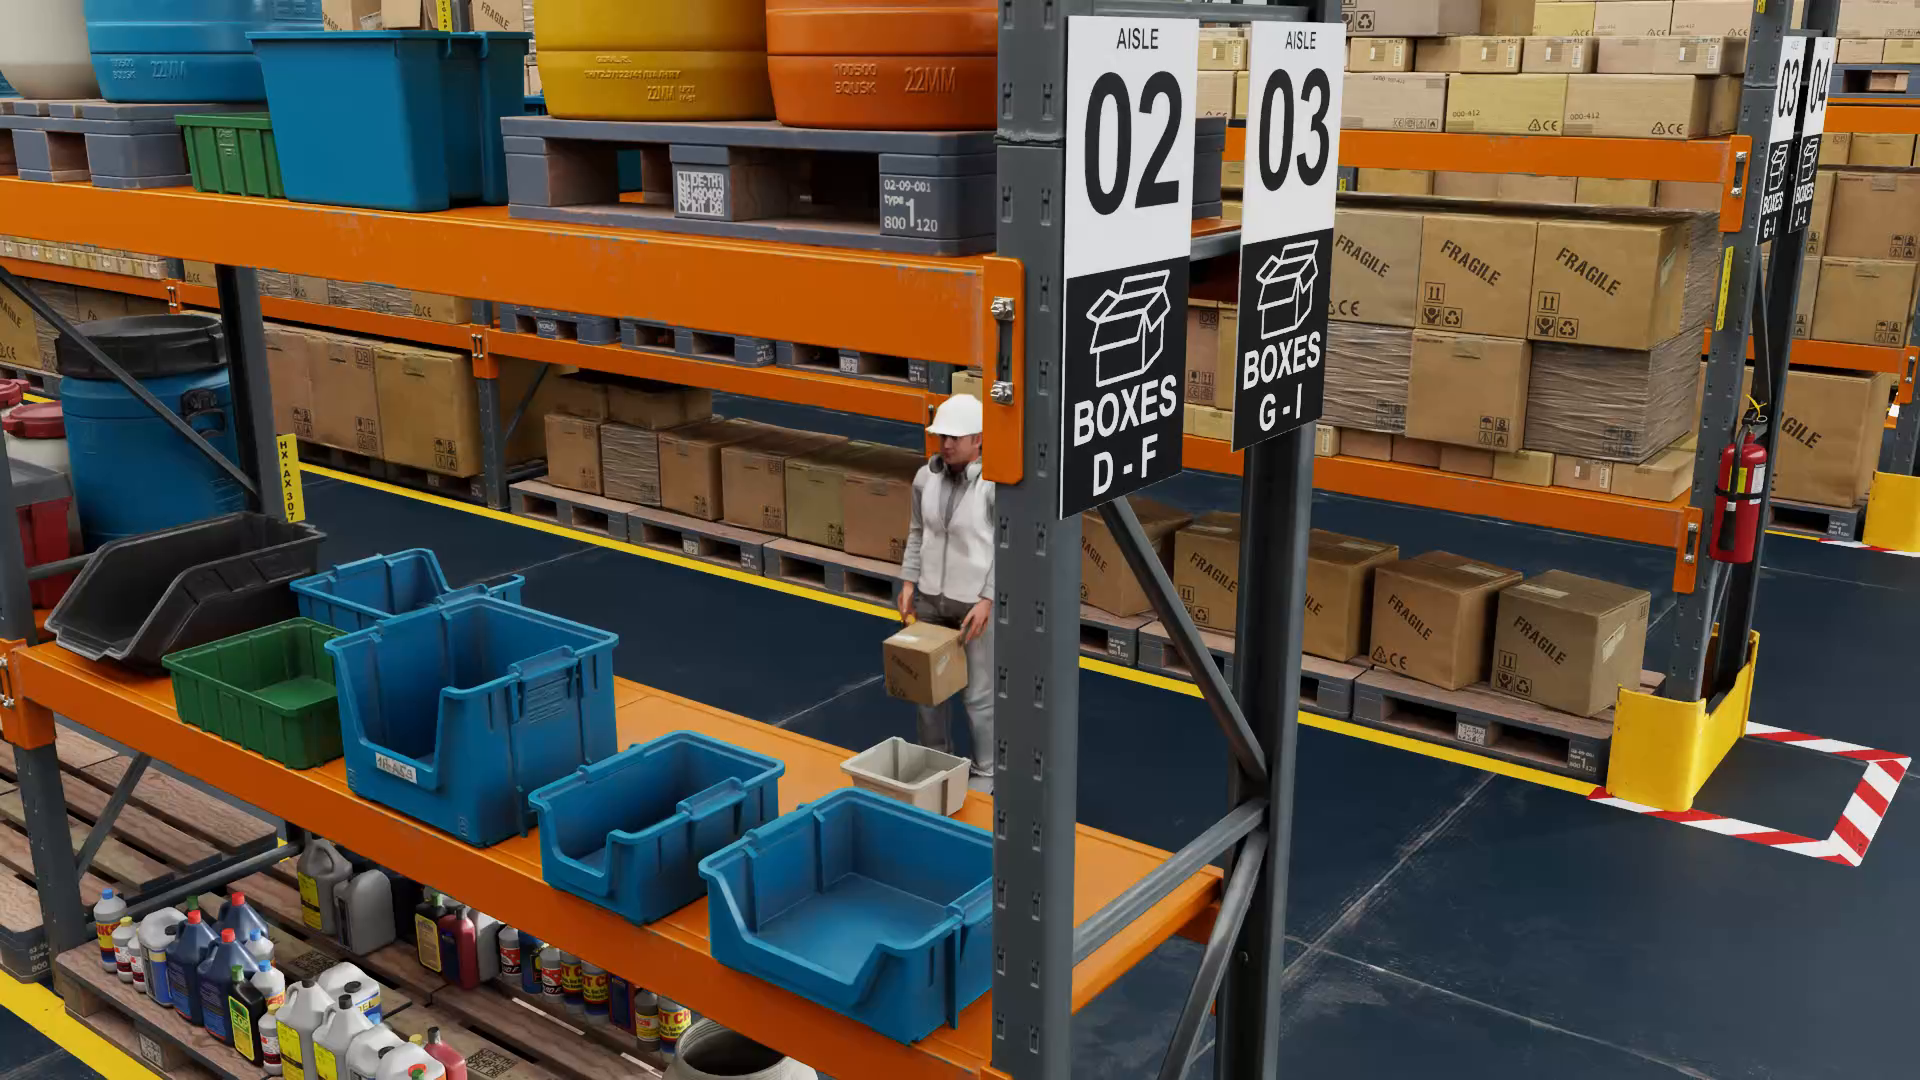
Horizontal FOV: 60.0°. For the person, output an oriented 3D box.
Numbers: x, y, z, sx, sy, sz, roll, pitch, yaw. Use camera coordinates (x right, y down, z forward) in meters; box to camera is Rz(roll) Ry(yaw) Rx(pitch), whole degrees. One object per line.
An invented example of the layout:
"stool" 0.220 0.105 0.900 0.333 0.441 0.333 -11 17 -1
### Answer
"person" 0.009 0.243 7.154 0.553 1.778 0.434 11 20 34
